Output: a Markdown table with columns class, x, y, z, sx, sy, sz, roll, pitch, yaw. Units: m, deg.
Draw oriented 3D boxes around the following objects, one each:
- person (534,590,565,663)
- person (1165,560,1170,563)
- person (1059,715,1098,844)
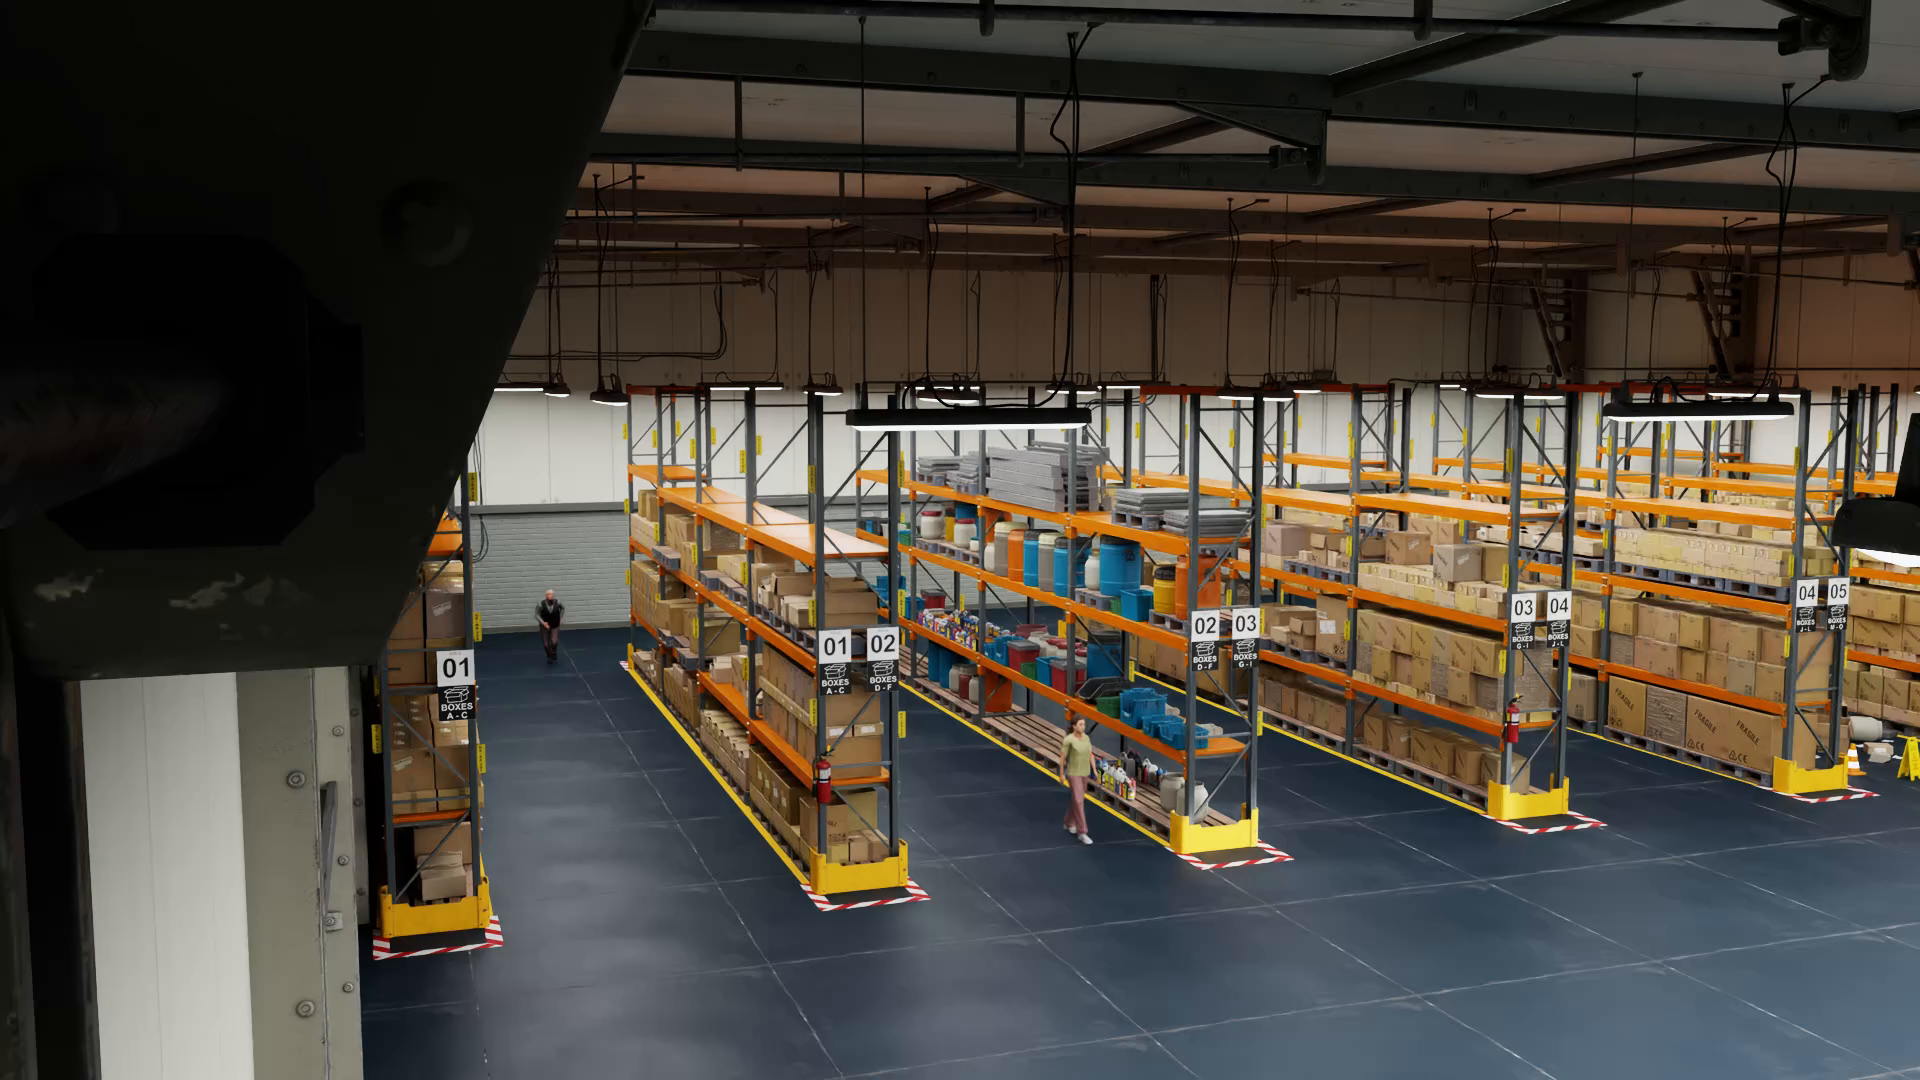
| class | x | y | z | sx | sy | sz | roll | pitch | yaw |
| --- | --- | --- | --- | --- | --- | --- | --- | --- | --- |
| person | -8.769 | 1.851 | 35.559 | 0.624 | 1.632 | 0.726 | -1 | 6 | -10 |
| person | 4.834 | 1.366 | 39.418 | 0.779 | 1.772 | 0.611 | -2 | 6 | -18 |
| person | 1.649 | 3.185 | 22.399 | 0.482 | 1.646 | 0.812 | -5 | 8 | -38 |
